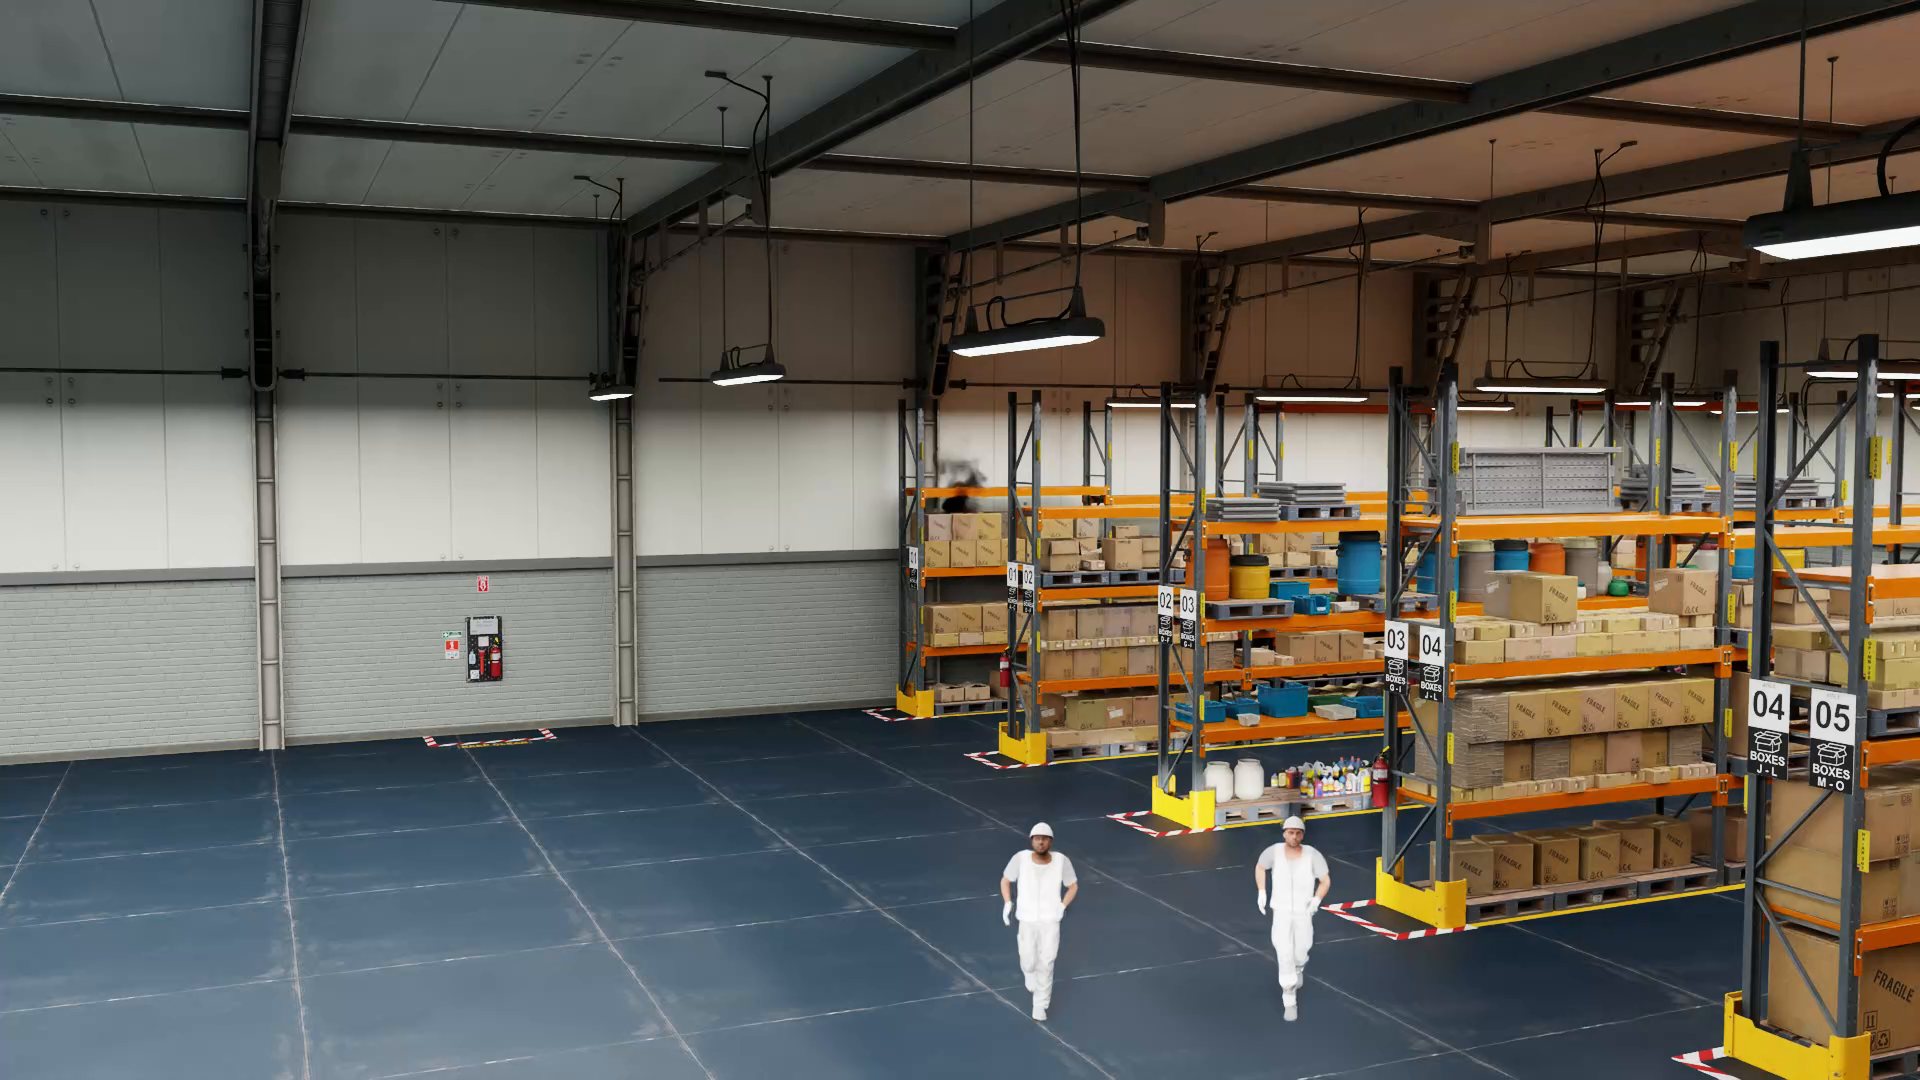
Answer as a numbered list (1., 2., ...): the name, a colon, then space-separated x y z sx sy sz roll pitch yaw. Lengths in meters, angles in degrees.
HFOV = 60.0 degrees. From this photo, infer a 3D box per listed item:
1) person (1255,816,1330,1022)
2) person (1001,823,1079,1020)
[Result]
1. person: 3.041 3.410 15.220 0.674 1.822 0.897 1 3 10
2. person: 0.724 3.421 15.091 0.705 1.743 0.621 0 3 3
